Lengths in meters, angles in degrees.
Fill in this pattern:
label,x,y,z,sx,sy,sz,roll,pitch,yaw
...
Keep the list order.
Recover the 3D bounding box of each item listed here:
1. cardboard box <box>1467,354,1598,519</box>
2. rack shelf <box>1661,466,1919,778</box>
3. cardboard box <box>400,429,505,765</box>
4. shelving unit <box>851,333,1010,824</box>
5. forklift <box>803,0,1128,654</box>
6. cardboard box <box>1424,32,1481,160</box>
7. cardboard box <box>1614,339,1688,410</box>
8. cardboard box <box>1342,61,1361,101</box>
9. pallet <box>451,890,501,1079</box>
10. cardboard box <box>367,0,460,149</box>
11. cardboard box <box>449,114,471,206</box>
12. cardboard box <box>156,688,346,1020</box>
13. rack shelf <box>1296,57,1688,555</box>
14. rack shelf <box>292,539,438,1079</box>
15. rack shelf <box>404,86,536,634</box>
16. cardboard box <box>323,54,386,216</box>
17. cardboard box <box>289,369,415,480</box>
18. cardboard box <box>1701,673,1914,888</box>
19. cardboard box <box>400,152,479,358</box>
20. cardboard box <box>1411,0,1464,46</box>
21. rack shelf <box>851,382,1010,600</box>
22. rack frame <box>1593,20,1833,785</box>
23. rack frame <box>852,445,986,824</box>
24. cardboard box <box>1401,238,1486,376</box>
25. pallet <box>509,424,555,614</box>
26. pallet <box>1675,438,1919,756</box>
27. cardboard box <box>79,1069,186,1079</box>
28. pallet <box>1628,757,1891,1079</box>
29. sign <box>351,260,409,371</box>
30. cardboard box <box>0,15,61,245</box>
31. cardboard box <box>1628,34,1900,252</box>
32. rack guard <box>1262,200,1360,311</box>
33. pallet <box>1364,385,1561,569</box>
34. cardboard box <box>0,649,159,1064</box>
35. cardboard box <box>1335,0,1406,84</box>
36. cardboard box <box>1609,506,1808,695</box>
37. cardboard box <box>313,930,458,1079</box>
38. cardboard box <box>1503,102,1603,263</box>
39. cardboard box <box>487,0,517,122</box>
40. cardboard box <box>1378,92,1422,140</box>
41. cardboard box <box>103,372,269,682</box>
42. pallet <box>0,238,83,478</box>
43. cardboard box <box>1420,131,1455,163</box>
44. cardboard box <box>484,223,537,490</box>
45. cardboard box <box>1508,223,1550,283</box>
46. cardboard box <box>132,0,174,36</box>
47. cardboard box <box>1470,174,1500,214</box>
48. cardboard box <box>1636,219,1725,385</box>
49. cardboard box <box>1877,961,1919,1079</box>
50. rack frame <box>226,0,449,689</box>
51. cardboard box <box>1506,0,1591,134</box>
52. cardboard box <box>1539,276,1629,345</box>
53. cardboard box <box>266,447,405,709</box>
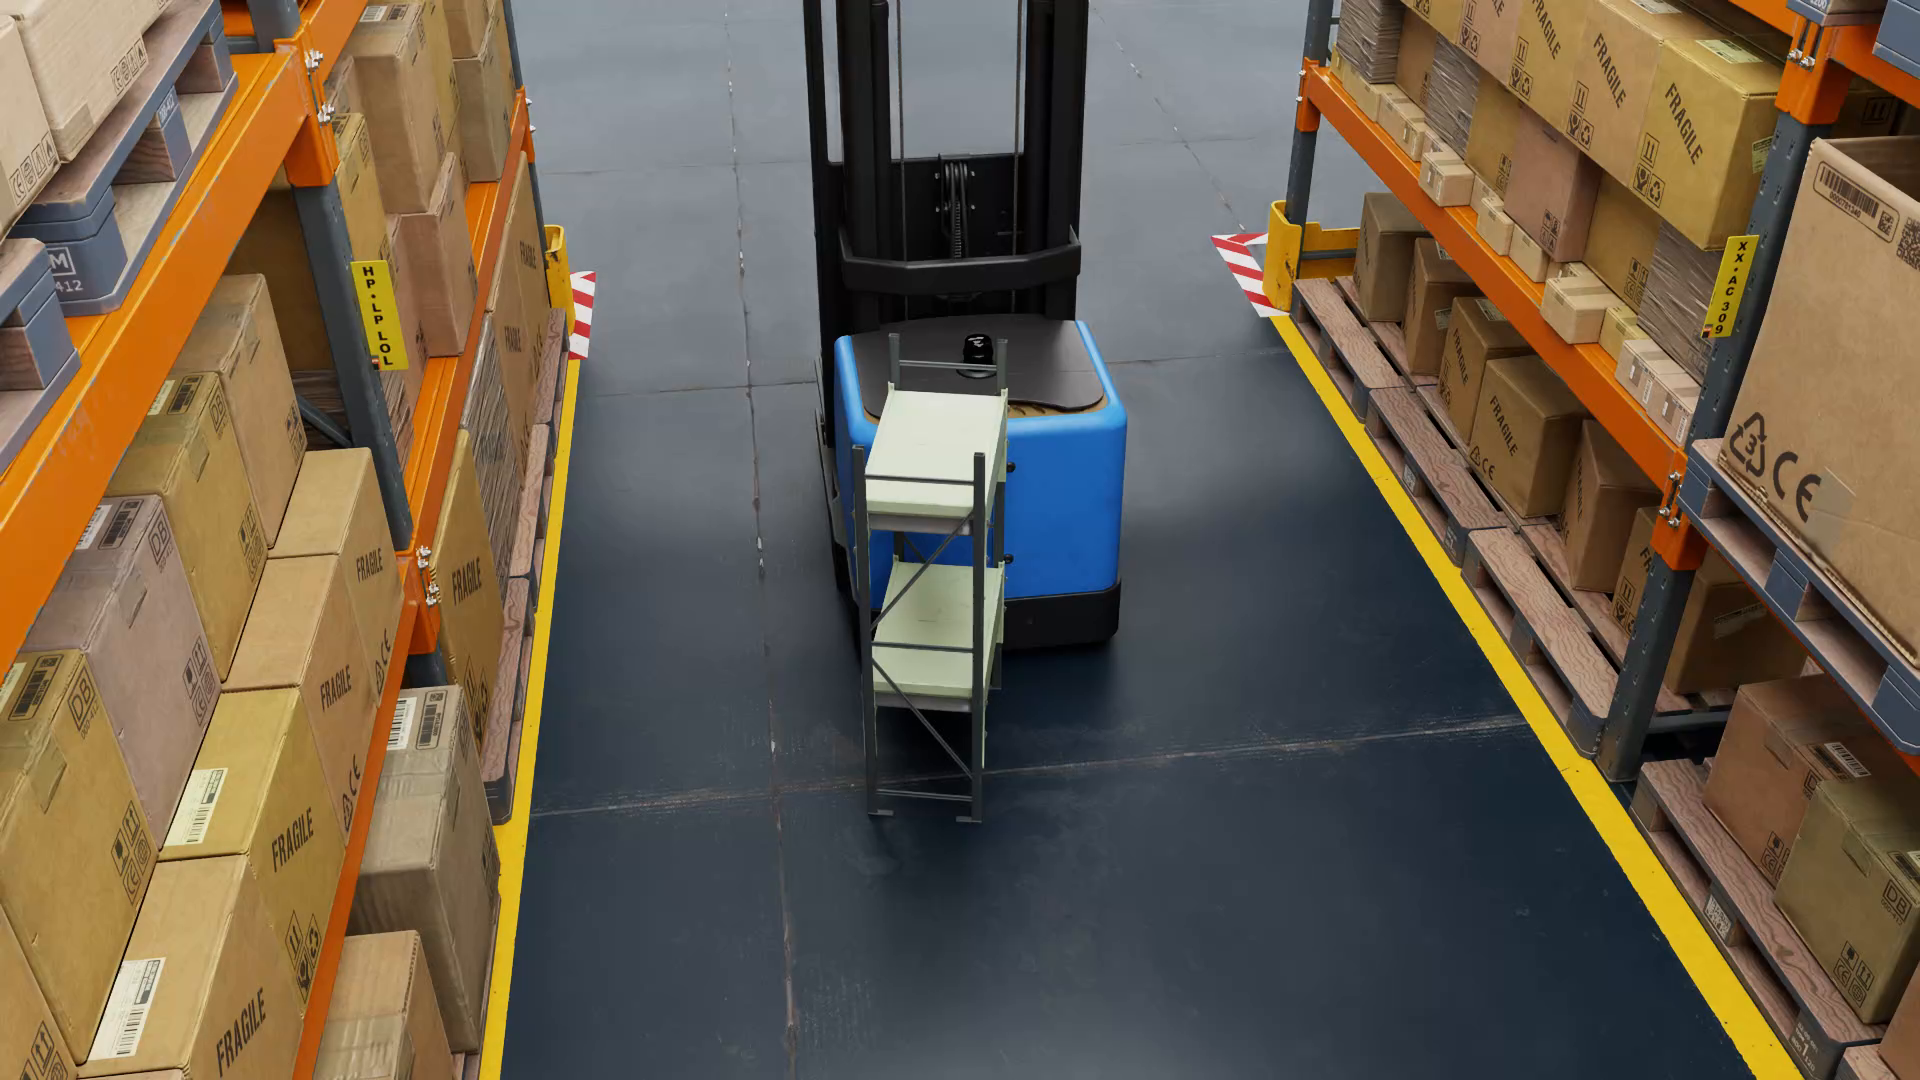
label,x,y,z,sx,sy,sz,roll,pitch,yaw
cardboard box,2.553,-0.460,7.108,0.500,0.500,0.500,-7,35,-11
rack shelf,3.082,0.980,3.788,1.077,0.370,4.000,-4,35,-6
cardboard box,-2.130,0.234,5.757,0.875,0.875,0.875,-4,34,-6
shelving unit,-0.082,0.147,5.703,0.431,1.500,0.755,4,34,5
forklift,-0.087,-1.562,6.940,1.130,2.935,3.031,-5,35,-7
cardboard box,2.533,-1.969,7.123,0.875,0.500,0.500,-4,35,-6
cardboard box,2.469,-0.568,5.643,0.380,0.149,0.250,-4,35,-6
cardboard box,2.092,-2.244,8.102,0.380,0.149,0.250,-4,35,-6
pallet,-1.937,1.463,4.916,1.003,0.211,1.213,-4,35,-6
cardboard box,-2.335,-1.736,6.042,0.875,0.550,0.500,-4,35,-6
cardboard box,-2.512,-1.578,6.768,0.875,0.550,0.550,-4,35,-6
cardboard box,-1.644,0.679,3.501,0.500,0.500,0.500,-4,34,-6
rack shelf,2.544,-1.253,7.063,1.077,0.370,4.000,-4,35,-6
rack shelf,-1.846,1.299,3.319,1.077,0.370,4.000,-4,35,-6
rack shelf,-2.384,-0.933,6.595,1.077,0.370,4.000,-4,35,-6
cardboard box,-2.320,-1.129,5.151,0.875,0.550,0.550,-4,35,-6
cardboard box,-2.177,-0.381,5.013,0.875,0.550,0.550,-4,35,-6
cardboard box,2.875,0.762,5.298,0.700,0.500,0.500,-7,35,-10
cardboard box,-2.229,-0.997,5.916,0.875,0.550,0.550,-4,35,-6
cardboard box,2.208,-2.357,6.805,0.500,0.500,0.500,-4,35,-6
rack shelf,-0.082,-0.176,5.483,0.431,0.370,0.720,4,34,5
rack frame,2.813,-0.434,5.223,1.000,3.000,0.127,-4,35,-6
rack frame,-0.123,0.351,5.403,0.400,1.500,0.023,4,34,5
cardboard box,2.457,-1.126,8.085,0.500,0.500,0.500,4,35,6
pallet,-2.307,-0.075,7.172,1.003,0.211,1.213,-4,35,-6
pallet,2.772,0.083,4.635,1.003,0.211,1.213,-4,35,-6
cardboard box,-1.509,1.240,2.678,0.500,0.500,0.500,-4,35,-6
pallet,2.920,1.153,5.371,1.003,0.211,1.213,-4,35,-6
sign,-1.579,-0.607,4.519,0.100,0.325,0.005,-4,35,-6
cardboard box,-1.661,-0.571,2.377,0.500,0.311,0.500,-6,35,-8
cardboard box,2.480,-1.241,5.167,0.500,0.500,0.500,-4,35,-6
rack guard,2.286,-1.591,9.140,1.175,0.500,0.348,-4,35,-6
pallet,2.521,-0.336,7.555,1.003,0.211,1.213,-4,35,-6
cardboard box,-1.837,0.558,2.790,0.700,0.500,0.500,-5,35,-7
cardboard box,2.322,-2.521,7.933,0.875,0.500,0.500,-4,35,-6
cardboard box,2.799,0.199,6.141,0.500,0.500,0.500,-5,35,-8
cardboard box,-1.817,1.520,3.981,1.050,0.750,0.750,-4,35,-6
cardboard box,2.615,-1.407,6.298,0.875,0.500,0.500,-4,35,-6
cardboard box,-2.558,-2.205,7.689,0.875,0.550,0.550,-4,35,-6
cardboard box,2.165,-1.965,7.694,0.380,0.149,0.250,-4,35,-6
cardboard box,-1.971,-0.005,3.618,0.700,0.500,0.500,-5,35,-7
pallet,-1.870,-0.023,2.124,1.003,0.211,1.213,-3,34,-4
cardboard box,2.252,-1.688,7.286,0.380,0.149,0.250,-4,35,-6
cardboard box,-2.376,-0.778,7.242,0.875,0.875,0.875,-5,35,-7
cardboard box,2.374,-1.129,6.466,0.380,0.149,0.250,-4,35,-6
cardboard box,-1.862,-1.125,3.245,0.500,0.250,0.500,-4,34,-6
cardboard box,2.348,-1.411,6.880,0.380,0.149,0.250,-4,35,-6
cardboard box,2.814,-0.854,5.486,0.875,0.500,0.500,-4,35,-6
cardboard box,2.996,1.341,4.447,0.700,0.500,0.500,-7,35,-10
rack frame,-2.115,-0.115,4.754,1.000,3.000,0.127,-4,35,-6
cardboard box,2.345,-1.799,5.986,0.500,0.500,0.500,-4,35,-6
cardboard box,2.351,-0.843,6.046,0.380,0.149,0.250,-4,35,-6
cardboard box,-1.780,0.115,4.329,0.500,0.500,0.500,-5,35,-7
